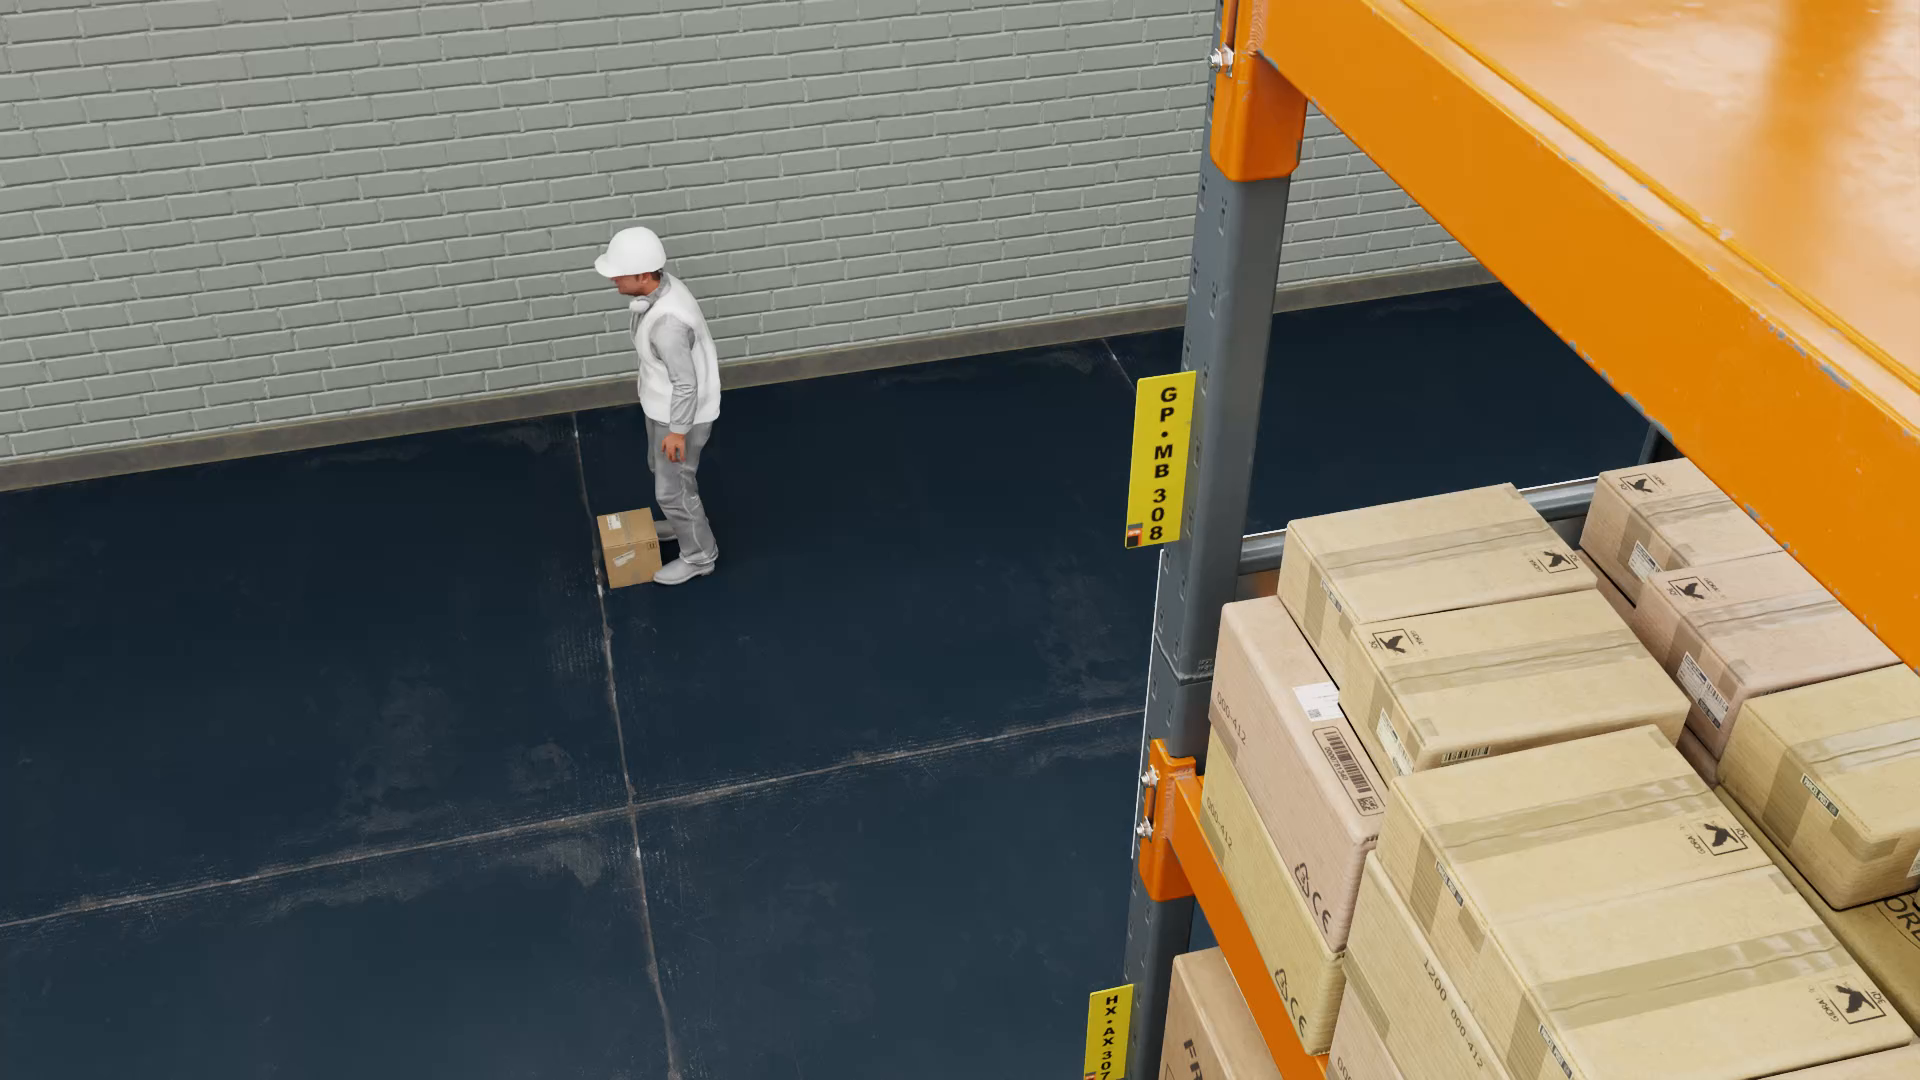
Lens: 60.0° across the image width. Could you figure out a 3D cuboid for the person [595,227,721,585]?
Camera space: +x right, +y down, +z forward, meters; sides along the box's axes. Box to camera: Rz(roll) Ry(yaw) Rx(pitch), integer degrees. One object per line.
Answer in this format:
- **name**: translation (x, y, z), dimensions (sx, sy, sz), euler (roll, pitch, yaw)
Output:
- **person**: translation (-1.297, -0.606, 7.409), dimensions (0.465, 1.770, 0.590), euler (-12, 39, -15)
